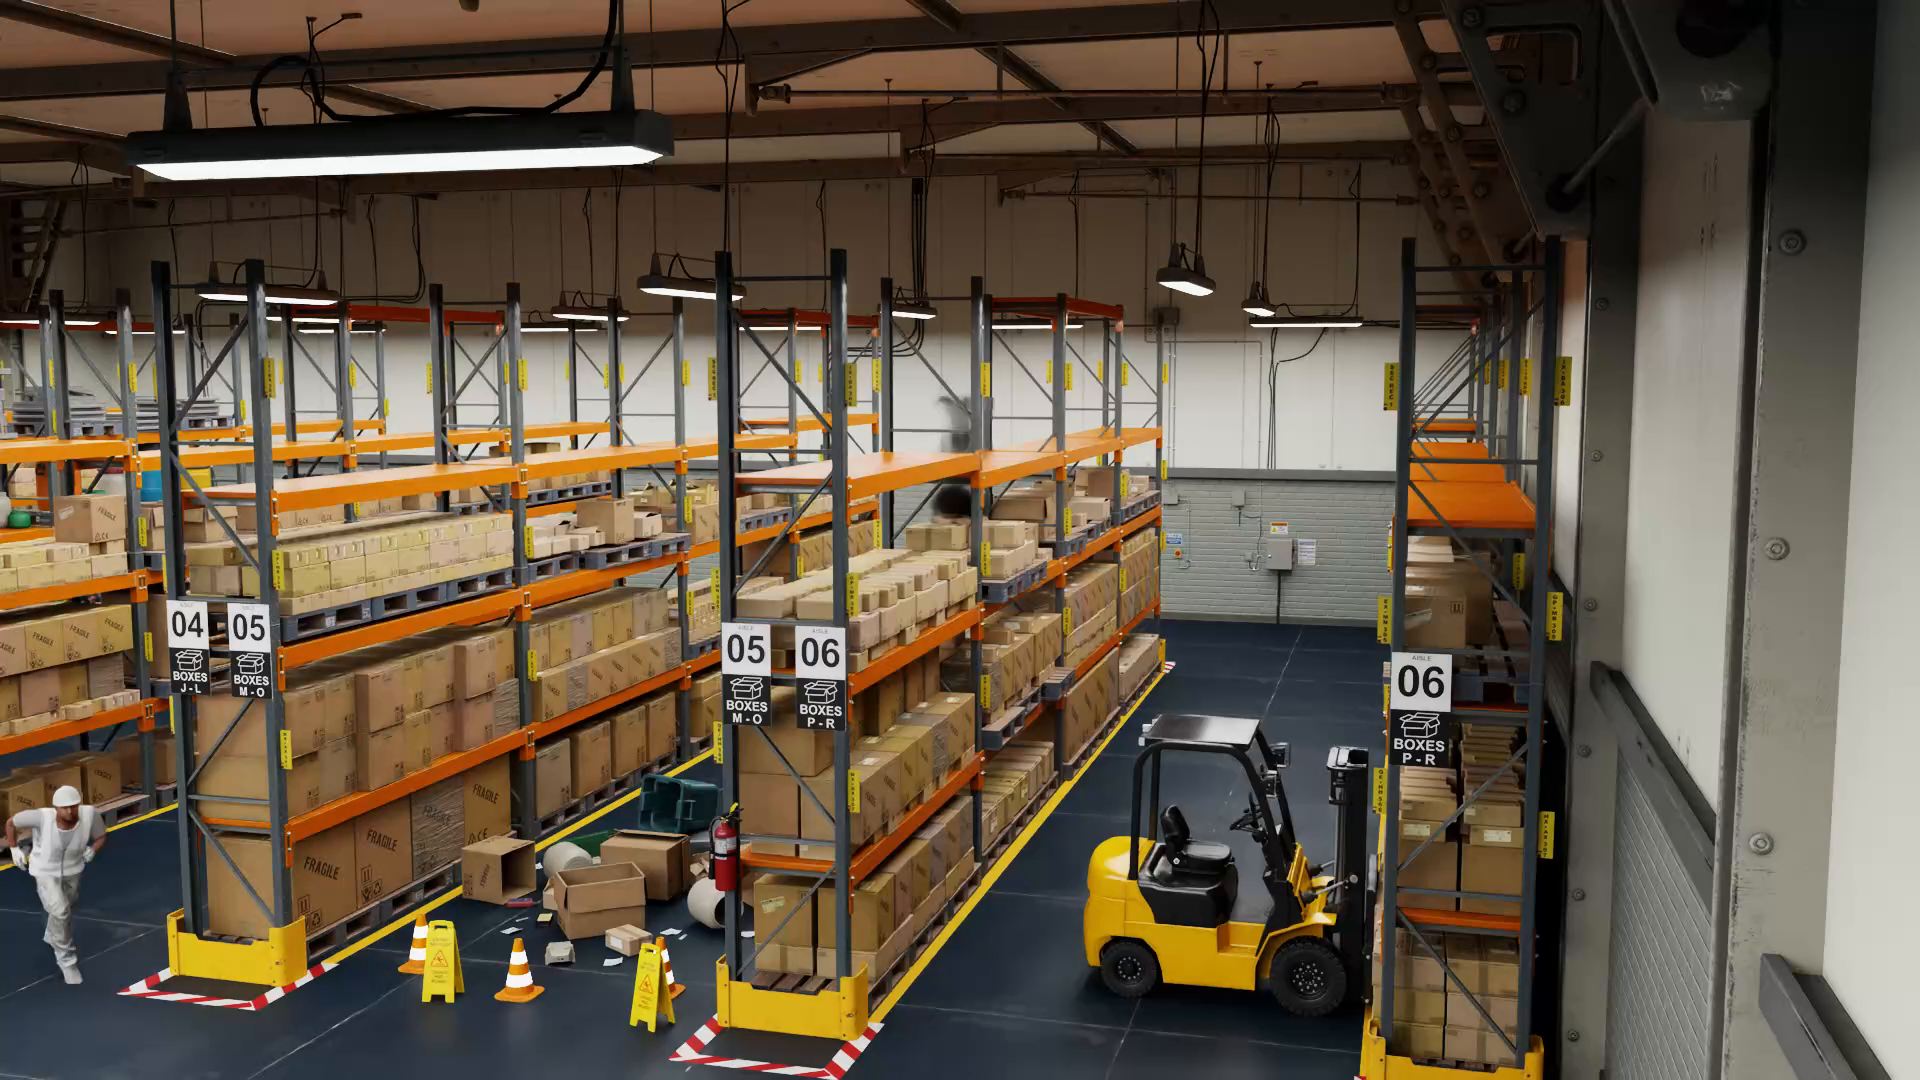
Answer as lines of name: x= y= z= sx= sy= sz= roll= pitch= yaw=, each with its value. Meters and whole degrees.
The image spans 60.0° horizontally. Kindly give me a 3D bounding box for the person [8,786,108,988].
person: x=-7.626 y=2.865 z=14.080 sx=0.729 sy=1.732 sz=1.054 roll=-5 pitch=8 yaw=-40
